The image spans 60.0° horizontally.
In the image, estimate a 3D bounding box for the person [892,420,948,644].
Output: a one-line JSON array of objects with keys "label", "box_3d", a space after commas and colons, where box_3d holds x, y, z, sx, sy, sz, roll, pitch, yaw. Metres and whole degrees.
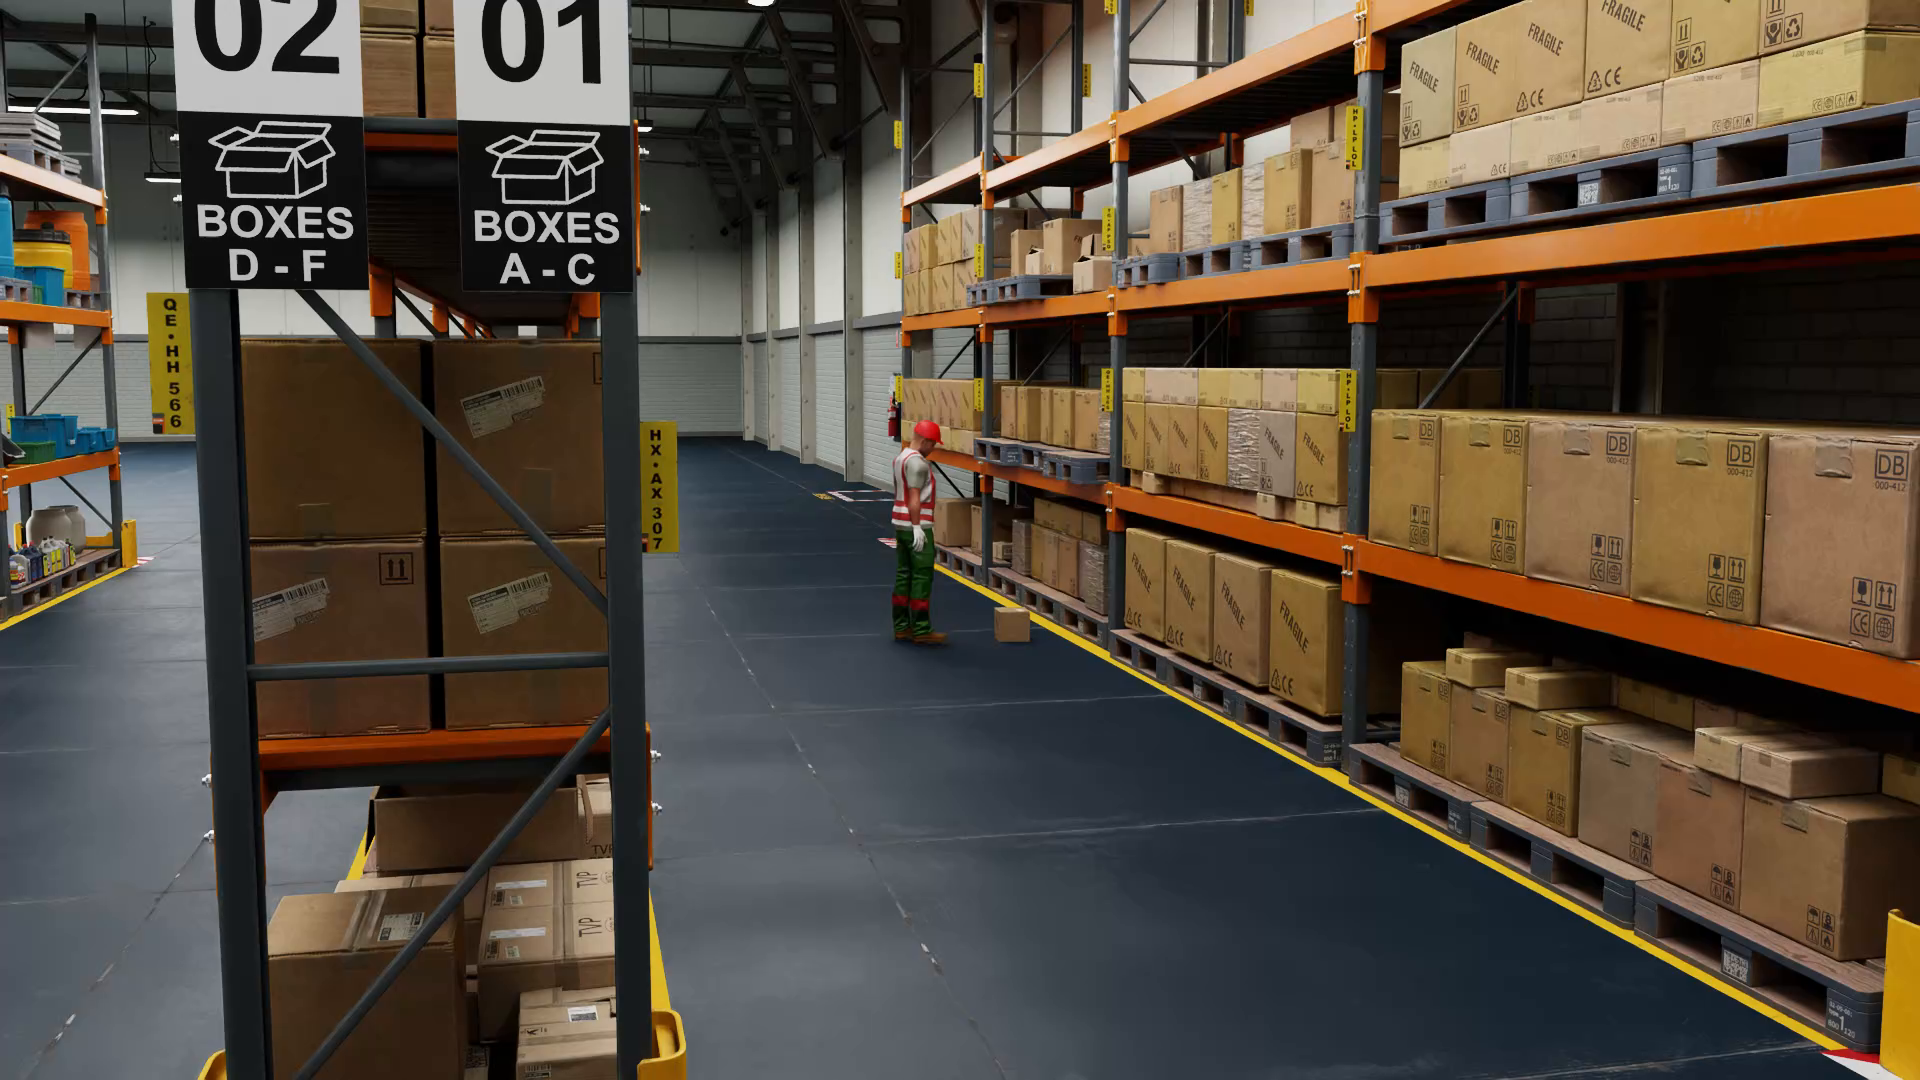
[{"label": "person", "box_3d": [-0.328, -0.074, 13.345, 0.417, 1.771, 0.593, -2, 6, -20]}]
